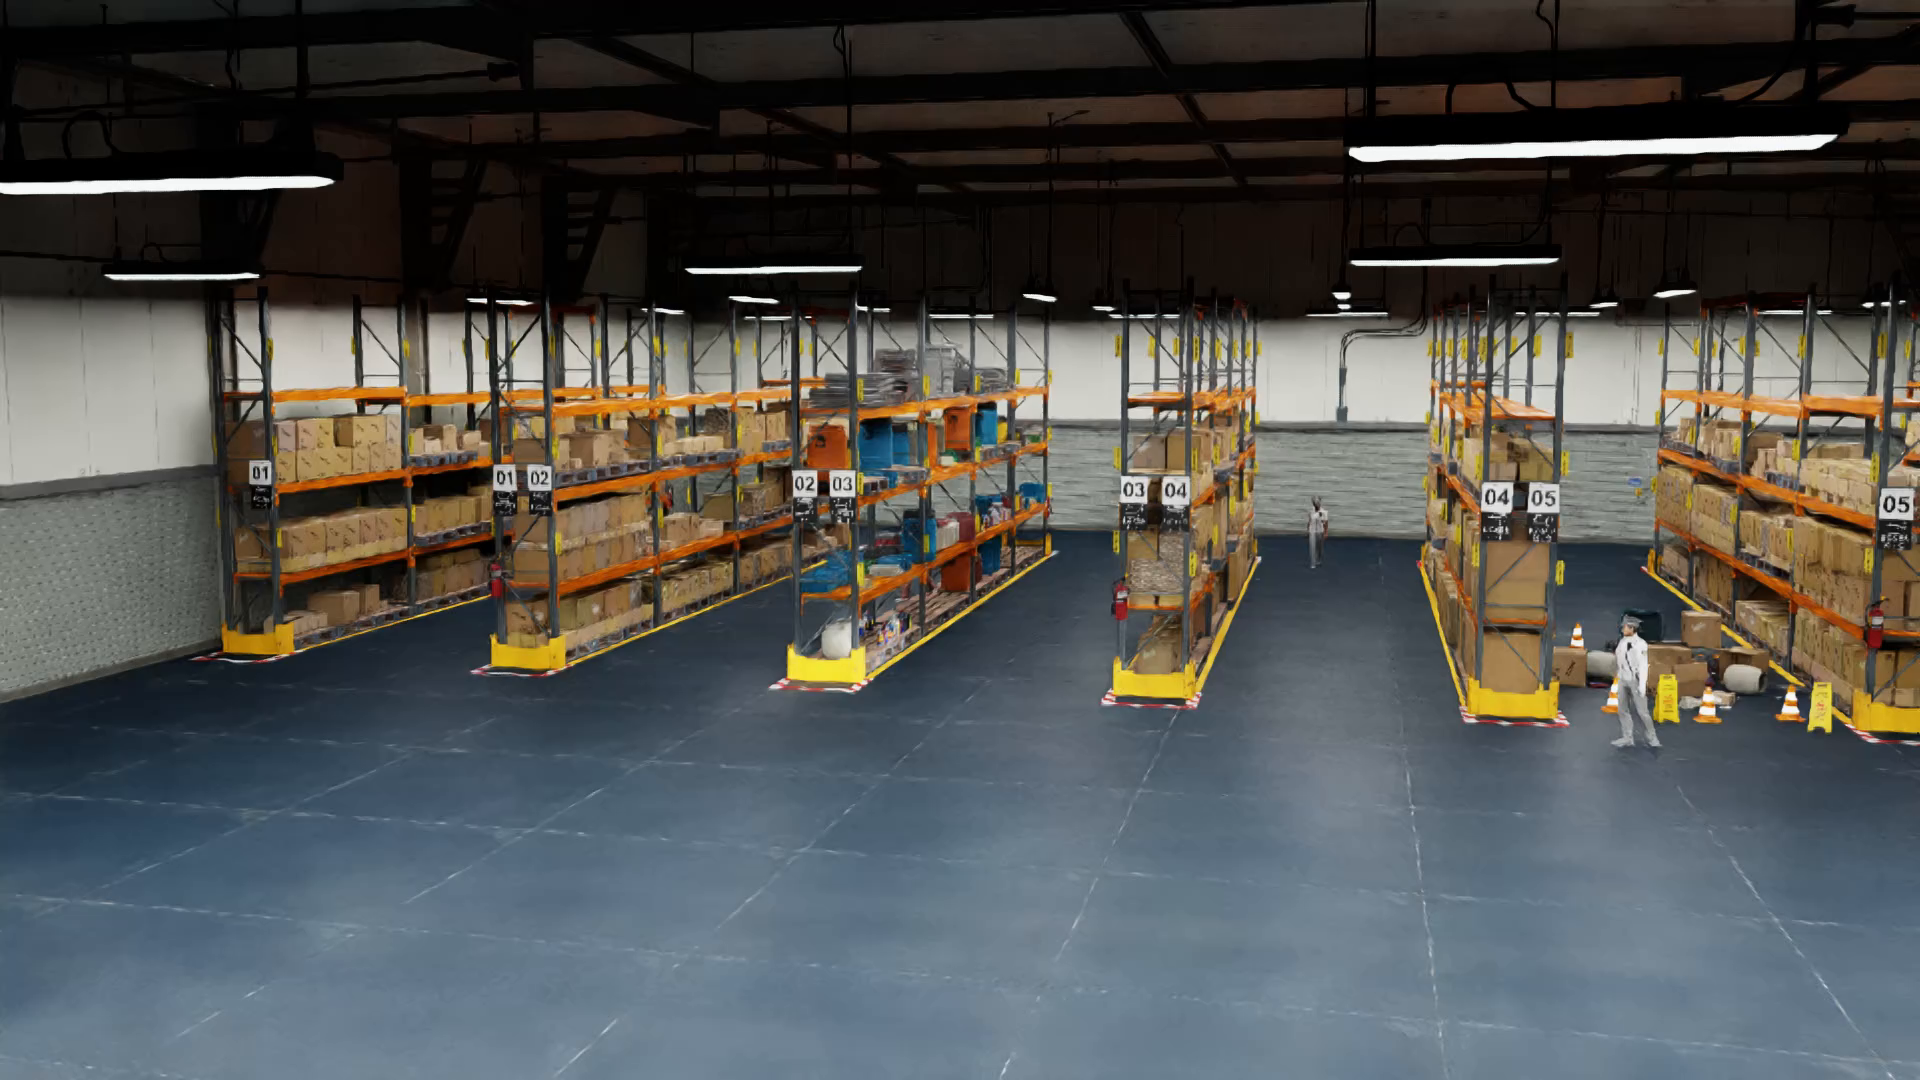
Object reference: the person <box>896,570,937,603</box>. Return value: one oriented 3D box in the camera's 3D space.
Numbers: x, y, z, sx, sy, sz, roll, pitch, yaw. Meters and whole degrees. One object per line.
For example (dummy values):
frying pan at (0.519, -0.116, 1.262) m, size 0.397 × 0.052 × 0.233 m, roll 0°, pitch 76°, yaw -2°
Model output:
person at (-0.805, 0.383, 31.870) m, size 0.488 × 1.631 × 0.956 m, roll 5°, pitch 8°, yaw 35°

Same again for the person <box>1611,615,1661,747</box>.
person at (8.545, 1.780, 20.997) m, size 0.514 × 1.668 × 0.572 m, roll -2°, pitch 7°, yaw -15°

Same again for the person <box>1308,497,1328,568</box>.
person at (8.208, -0.190, 38.134) m, size 0.461 × 1.626 × 0.986 m, roll 1°, pitch 7°, yaw 12°
